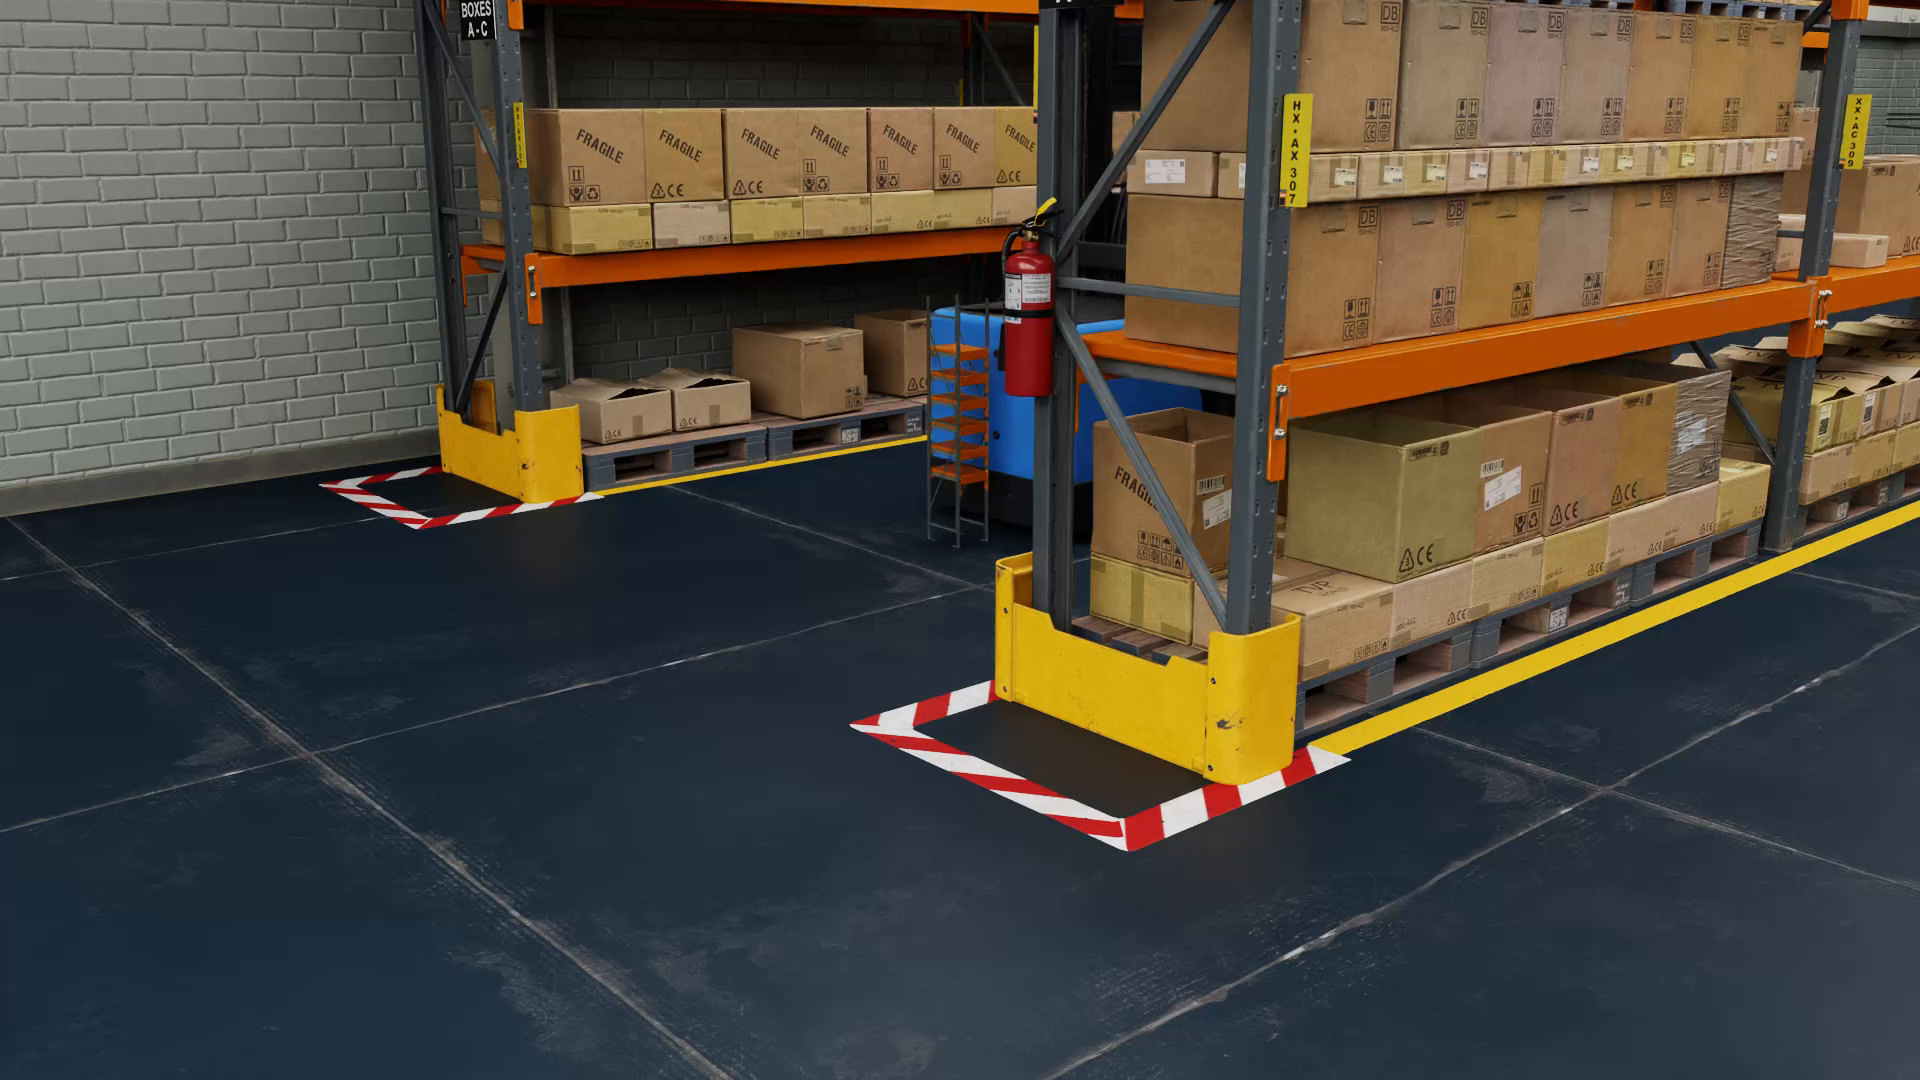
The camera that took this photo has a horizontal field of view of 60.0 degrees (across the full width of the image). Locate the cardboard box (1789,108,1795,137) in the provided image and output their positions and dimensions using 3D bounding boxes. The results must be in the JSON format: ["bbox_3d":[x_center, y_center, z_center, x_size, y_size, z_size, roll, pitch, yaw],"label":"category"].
[{"bbox_3d":[8.529,-4.410,18.367,0.700,0.700,0.980,-13,20,-40],"label":"cardboard box"}]

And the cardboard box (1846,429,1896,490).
[{"bbox_3d":[4.505,-0.463,8.687,0.500,0.250,0.500,-12,19,-38],"label":"cardboard box"}]

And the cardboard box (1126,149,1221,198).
[{"bbox_3d":[0.797,-1.268,5.735,0.250,0.149,0.380,-13,20,-40],"label":"cardboard box"}]

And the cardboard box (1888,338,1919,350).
[{"bbox_3d":[5.665,-0.995,9.589,0.500,0.311,0.500,-13,20,-40],"label":"cardboard box"}]

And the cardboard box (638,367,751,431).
[{"bbox_3d":[-1.610,-0.878,10.084,0.500,0.311,0.500,-11,18,-35],"label":"cardboard box"}]

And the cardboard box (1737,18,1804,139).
[{"bbox_3d":[3.321,-2.081,7.521,0.500,0.500,0.700,-13,19,-39],"label":"cardboard box"}]

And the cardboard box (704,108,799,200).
[{"bbox_3d":[-1.290,-2.259,9.692,0.500,0.500,0.500,-13,20,-41],"label":"cardboard box"}]

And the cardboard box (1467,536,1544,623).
[{"bbox_3d":[1.937,0.103,6.566,0.500,0.250,0.500,-13,19,-39],"label":"cardboard box"}]

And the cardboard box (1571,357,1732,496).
[{"bbox_3d":[3.060,-0.516,7.430,0.500,0.500,0.500,-13,19,-39],"label":"cardboard box"}]

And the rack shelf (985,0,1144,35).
[{"bbox_3d":[1.905,-3.887,12.570,4.000,0.370,1.077,-13,19,-39],"label":"rack shelf"}]

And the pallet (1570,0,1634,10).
[{"bbox_3d":[5.772,-4.993,15.690,1.217,0.209,0.805,-14,20,-42],"label":"pallet"}]

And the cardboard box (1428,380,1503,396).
[{"bbox_3d":[1.966,-0.447,7.173,0.500,0.500,0.500,-13,19,-39],"label":"cardboard box"}]

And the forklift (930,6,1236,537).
[{"bbox_3d":[1.260,-1.728,9.038,3.031,2.935,1.130,-13,20,-40],"label":"forklift"}]

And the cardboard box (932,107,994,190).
[{"bbox_3d":[-0.130,-2.520,10.670,0.500,0.500,0.500,-13,20,-40],"label":"cardboard box"}]

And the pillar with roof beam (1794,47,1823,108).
[{"bbox_3d":[13.744,-7.165,17.637,0.400,9.000,9.100,-13,19,-39],"label":"pillar with roof beam"}]

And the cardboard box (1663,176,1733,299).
[{"bbox_3d":[2.927,-1.364,7.350,0.500,0.500,0.700,-13,20,-40],"label":"cardboard box"}]

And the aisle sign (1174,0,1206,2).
[{"bbox_3d":[0.785,-1.990,4.850,0.004,0.787,0.394,-13,19,-39],"label":"aisle sign"}]

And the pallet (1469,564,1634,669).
[{"bbox_3d":[2.103,0.199,7.096,1.213,0.211,1.003,-13,19,-39],"label":"pallet"}]

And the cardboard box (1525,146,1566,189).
[{"bbox_3d":[2.041,-1.410,6.264,0.250,0.149,0.380,-13,20,-40],"label":"cardboard box"}]

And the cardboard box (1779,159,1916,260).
[{"bbox_3d":[4.639,-1.747,8.784,0.500,0.500,0.500,-11,18,-35],"label":"cardboard box"}]

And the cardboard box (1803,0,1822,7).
[{"bbox_3d":[9.071,-5.931,18.113,0.500,0.250,0.500,-12,19,-38],"label":"cardboard box"}]

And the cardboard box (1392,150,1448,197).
[{"bbox_3d":[1.458,-1.278,5.773,0.250,0.149,0.380,-13,19,-39],"label":"cardboard box"}]

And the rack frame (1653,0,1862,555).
[{"bbox_3d":[3.651,-1.483,7.988,0.127,3.000,1.000,-13,19,-39],"label":"rack frame"}]

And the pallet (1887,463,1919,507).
[{"bbox_3d":[5.102,-0.475,9.621,1.213,0.211,1.003,-13,19,-39],"label":"pallet"}]

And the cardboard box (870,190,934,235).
[{"bbox_3d":[-0.512,-2.073,10.451,0.500,0.250,0.500,-13,20,-40],"label":"cardboard box"}]

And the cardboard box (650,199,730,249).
[{"bbox_3d":[-1.662,-1.817,9.493,0.500,0.250,0.500,-13,20,-41],"label":"cardboard box"}]

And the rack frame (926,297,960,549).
[{"bbox_3d":[-0.080,-0.562,8.028,0.006,1.200,0.240,-13,19,-39],"label":"rack frame"}]

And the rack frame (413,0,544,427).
[{"bbox_3d":[-2.621,-1.769,9.059,0.127,3.000,1.000,-13,19,-39],"label":"rack frame"}]

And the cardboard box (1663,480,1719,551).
[{"bbox_3d":[3.061,-0.153,7.525,0.500,0.250,0.500,-13,19,-39],"label":"cardboard box"}]

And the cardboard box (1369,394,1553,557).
[{"bbox_3d":[1.929,-0.261,6.478,0.500,0.500,0.500,-13,19,-39],"label":"cardboard box"}]

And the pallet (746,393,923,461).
[{"bbox_3d":[-1.008,-0.771,10.726,1.213,0.211,1.003,-13,19,-39],"label":"pallet"}]

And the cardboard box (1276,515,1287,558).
[{"bbox_3d":[1.214,0.085,6.633,0.500,0.250,0.500,-13,19,-39],"label":"cardboard box"}]

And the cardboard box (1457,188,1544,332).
[{"bbox_3d":[1.766,-1.103,6.372,0.500,0.500,0.700,-12,19,-39],"label":"cardboard box"}]

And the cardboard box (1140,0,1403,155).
[{"bbox_3d":[1.034,-1.566,5.591,0.500,0.500,0.700,-13,19,-39],"label":"cardboard box"}]

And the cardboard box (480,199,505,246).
[{"bbox_3d":[-2.396,-1.823,9.513,0.500,0.250,0.500,-12,19,-39],"label":"cardboard box"}]

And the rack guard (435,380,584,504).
[{"bbox_3d":[-2.564,-0.574,9.430,0.348,0.500,1.175,-13,19,-39],"label":"rack guard"}]

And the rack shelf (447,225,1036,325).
[{"bbox_3d":[-1.112,-1.760,10.420,4.000,0.370,1.077,-13,19,-39],"label":"rack shelf"}]

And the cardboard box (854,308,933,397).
[{"bbox_3d":[-0.360,-1.268,11.174,0.500,0.500,0.500,14,21,43],"label":"cardboard box"}]

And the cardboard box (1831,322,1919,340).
[{"bbox_3d":[5.690,-1.183,10.295,0.500,0.311,0.500,-13,20,-41],"label":"cardboard box"}]

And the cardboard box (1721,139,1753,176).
[{"bbox_3d":[3.203,-1.670,7.239,0.250,0.149,0.380,-13,20,-41],"label":"cardboard box"}]

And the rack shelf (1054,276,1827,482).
[{"bbox_3d":[2.142,-0.796,6.812,4.000,0.370,1.077,-13,19,-39],"label":"rack shelf"}]

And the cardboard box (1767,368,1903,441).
[{"bbox_3d":[4.508,-0.733,8.610,0.500,0.311,0.500,-13,20,-40],"label":"cardboard box"}]

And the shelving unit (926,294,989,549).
[{"bbox_3d":[-0.011,-0.577,8.086,0.189,1.200,0.258,-13,19,-39],"label":"shelving unit"}]

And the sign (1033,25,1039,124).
[{"bbox_3d":[0.288,-1.587,5.675,0.005,0.325,0.100,-13,19,-39],"label":"sign"}]

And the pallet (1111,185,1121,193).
[{"bbox_3d":[1.069,-2.455,11.999,1.213,0.211,1.003,-13,19,-39],"label":"pallet"}]

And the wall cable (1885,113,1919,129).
[{"bbox_3d":[13.950,-6.766,22.159,0.112,2.526,3.097,-13,19,-39],"label":"wall cable"}]

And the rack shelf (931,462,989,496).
[{"bbox_3d":[-0.011,-0.302,8.159,0.180,0.103,0.258,-13,19,-39],"label":"rack shelf"}]

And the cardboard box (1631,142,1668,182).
[{"bbox_3d":[2.628,-1.542,6.758,0.250,0.149,0.380,-12,19,-38],"label":"cardboard box"}]

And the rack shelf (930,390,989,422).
[{"bbox_3d":[-0.011,-0.650,8.066,0.180,0.103,0.258,-13,19,-39],"label":"rack shelf"}]

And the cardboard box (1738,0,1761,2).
[{"bbox_3d":[7.902,-5.667,17.124,0.500,0.250,0.500,-13,20,-41],"label":"cardboard box"}]

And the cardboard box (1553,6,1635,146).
[{"bbox_3d":[2.185,-1.826,6.566,0.500,0.500,0.700,-13,19,-39],"label":"cardboard box"}]

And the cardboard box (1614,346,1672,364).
[{"bbox_3d":[3.096,-0.702,8.126,0.500,0.500,0.500,-13,19,-39],"label":"cardboard box"}]

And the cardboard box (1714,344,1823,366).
[{"bbox_3d":[4.535,-0.926,9.331,0.500,0.311,0.500,-13,20,-40],"label":"cardboard box"}]
